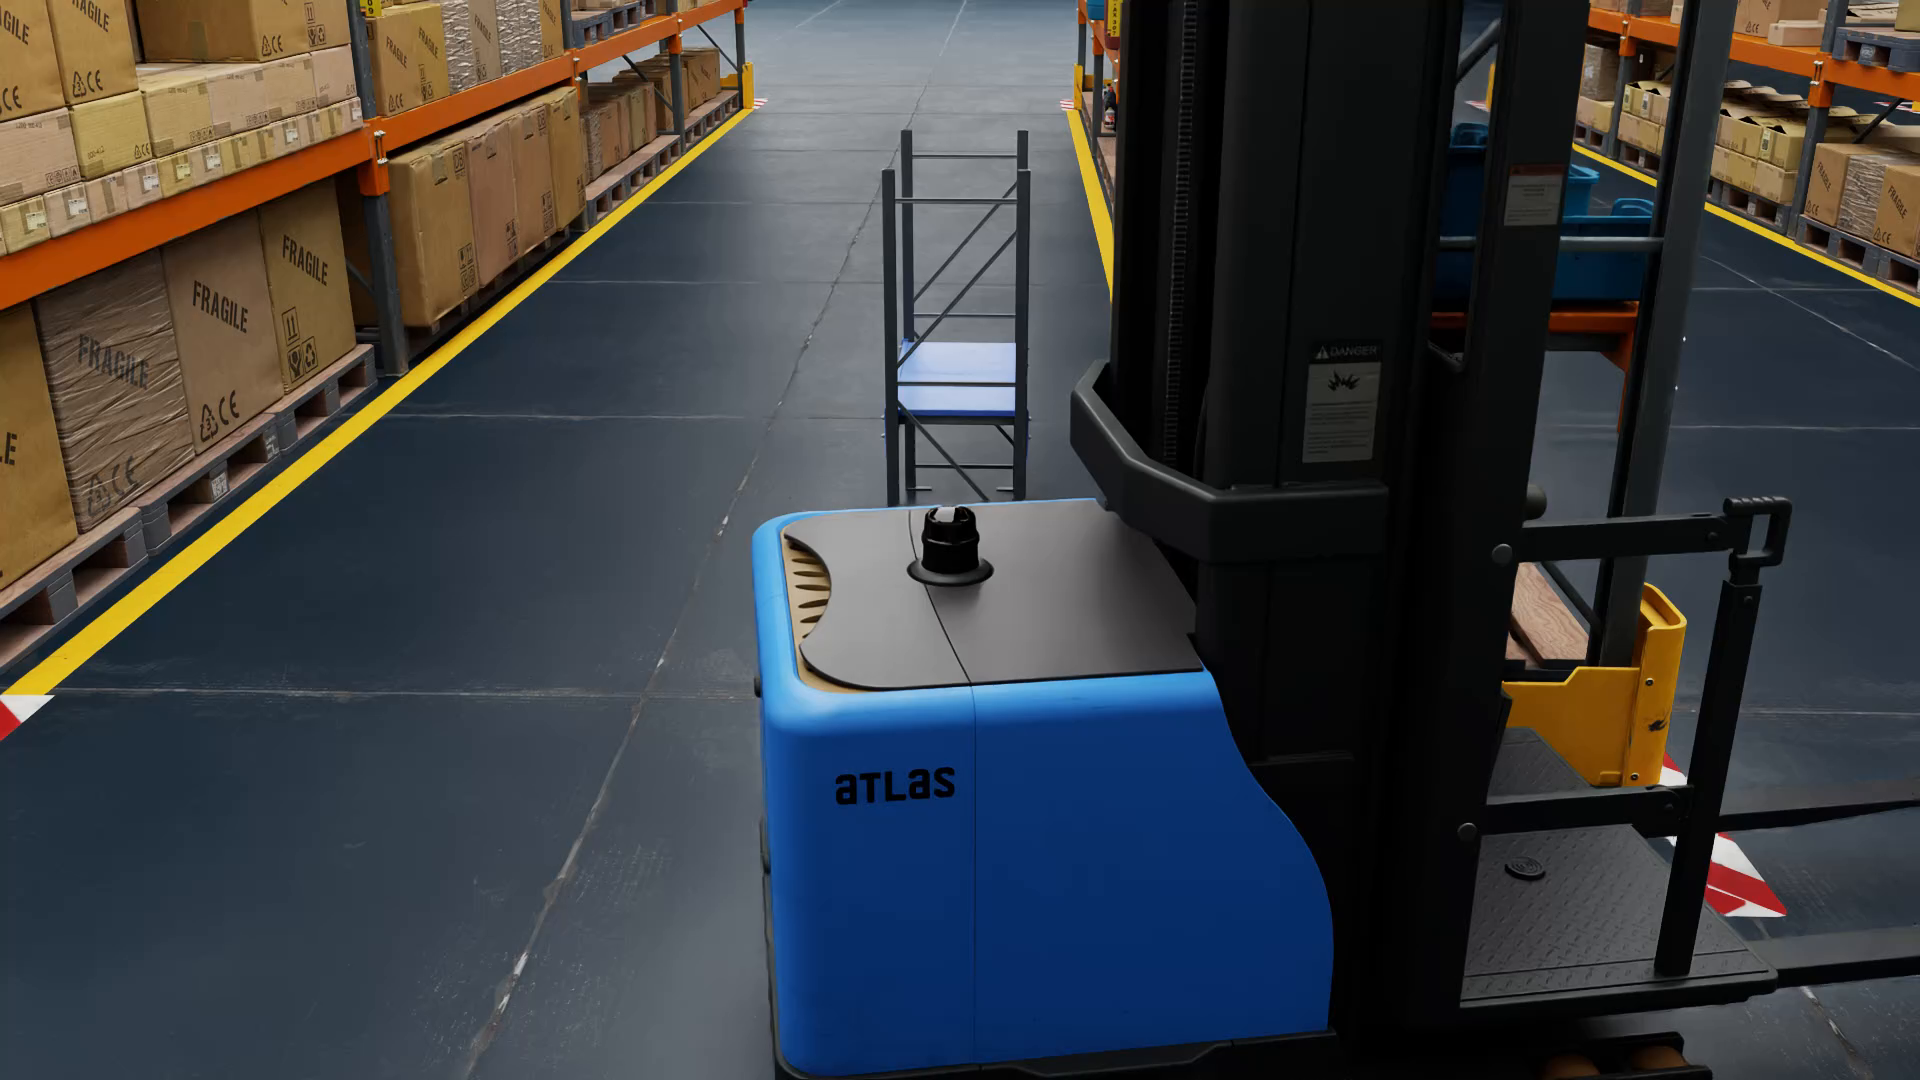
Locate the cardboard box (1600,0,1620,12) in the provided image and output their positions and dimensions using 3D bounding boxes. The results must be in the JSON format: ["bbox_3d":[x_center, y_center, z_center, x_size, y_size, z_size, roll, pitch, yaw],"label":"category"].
[{"bbox_3d":[6.740,-5.450,16.289,0.700,0.500,0.500,0,21,1],"label":"cardboard box"}]

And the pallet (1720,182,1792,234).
[{"bbox_3d":[6.666,-2.603,12.945,1.003,0.211,1.213,1,21,2],"label":"pallet"}]

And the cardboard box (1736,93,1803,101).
[{"bbox_3d":[6.971,-3.709,14.386,0.500,0.311,0.500,1,21,1],"label":"cardboard box"}]

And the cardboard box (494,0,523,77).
[{"bbox_3d":[-3.101,-3.213,10.525,0.500,0.500,0.500,0,21,0],"label":"cardboard box"}]

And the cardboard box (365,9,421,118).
[{"bbox_3d":[-3.158,-2.480,8.635,0.500,0.500,0.500,1,21,2],"label":"cardboard box"}]

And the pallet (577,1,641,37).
[{"bbox_3d":[-3.281,-4.342,13.839,1.003,0.211,1.213,1,21,2],"label":"pallet"}]

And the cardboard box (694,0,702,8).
[{"bbox_3d":[-2.824,-5.481,16.855,0.380,0.149,0.250,1,21,2],"label":"cardboard box"}]

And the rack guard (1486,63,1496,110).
[{"bbox_3d":[6.846,-5.341,19.604,1.175,0.500,0.348,1,21,2],"label":"rack guard"}]

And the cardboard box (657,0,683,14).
[{"bbox_3d":[-2.871,-5.119,15.923,0.380,0.149,0.250,1,21,2],"label":"cardboard box"}]

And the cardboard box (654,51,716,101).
[{"bbox_3d":[-3.076,-5.197,18.650,0.500,0.500,0.500,6,22,16],"label":"cardboard box"}]

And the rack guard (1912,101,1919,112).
[{"bbox_3d":[11.794,-5.252,19.373,1.175,0.500,0.348,1,21,2],"label":"rack guard"}]

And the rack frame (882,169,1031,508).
[{"bbox_3d":[-0.013,-0.546,5.863,0.500,1.500,0.032,1,21,2],"label":"rack frame"}]

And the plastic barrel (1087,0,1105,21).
[{"bbox_3d":[1.458,-5.205,15.103,0.600,0.901,0.708,1,21,2],"label":"plastic barrel"}]

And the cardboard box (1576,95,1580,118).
[{"bbox_3d":[6.545,-4.497,17.193,0.500,0.250,0.500,1,21,2],"label":"cardboard box"}]

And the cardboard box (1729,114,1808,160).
[{"bbox_3d":[6.381,-3.161,12.974,0.500,0.311,0.500,0,21,1],"label":"cardboard box"}]

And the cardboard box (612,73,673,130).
[{"bbox_3d":[-3.126,-4.337,16.434,0.500,0.500,0.500,0,21,0],"label":"cardboard box"}]

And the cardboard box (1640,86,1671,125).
[{"bbox_3d":[6.441,-3.899,14.877,0.500,0.311,0.500,0,21,1],"label":"cardboard box"}]

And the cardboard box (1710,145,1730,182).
[{"bbox_3d":[6.404,-3.080,13.542,0.500,0.250,0.500,1,21,3],"label":"cardboard box"}]

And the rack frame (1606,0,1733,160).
[{"bbox_3d":[6.723,-5.052,15.402,1.000,3.000,0.127,1,21,2],"label":"rack frame"}]

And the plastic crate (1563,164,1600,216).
[{"bbox_3d":[1.764,-1.042,5.217,0.416,0.233,0.300,1,21,2],"label":"plastic crate"}]

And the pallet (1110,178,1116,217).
[{"bbox_3d":[1.713,-2.641,13.043,1.003,0.211,1.213,1,21,2],"label":"pallet"}]

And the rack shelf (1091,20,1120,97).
[{"bbox_3d":[1.712,-4.049,13.812,1.077,0.370,4.000,1,21,2],"label":"rack shelf"}]

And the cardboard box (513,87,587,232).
[{"bbox_3d":[-3.342,-2.672,11.625,1.225,0.875,0.875,0,21,-1],"label":"cardboard box"}]

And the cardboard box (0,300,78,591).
[{"bbox_3d":[-3.604,-0.261,5.411,0.875,0.875,0.875,1,21,2],"label":"cardboard box"}]

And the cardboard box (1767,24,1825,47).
[{"bbox_3d":[6.353,-3.816,12.566,0.380,0.149,0.250,1,21,2],"label":"cardboard box"}]

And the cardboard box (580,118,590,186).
[{"bbox_3d":[-3.299,-2.998,12.956,0.700,0.500,0.500,0,21,-1],"label":"cardboard box"}]

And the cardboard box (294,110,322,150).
[{"bbox_3d":[-3.119,-1.853,7.504,0.380,0.149,0.250,0,21,1],"label":"cardboard box"}]

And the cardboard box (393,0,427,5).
[{"bbox_3d":[-3.378,-3.263,9.266,0.797,0.503,0.637,1,21,2],"label":"cardboard box"}]

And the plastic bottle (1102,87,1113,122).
[{"bbox_3d":[1.510,-4.383,16.732,0.144,0.351,0.185,0,21,-1],"label":"plastic bottle"}]

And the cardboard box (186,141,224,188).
[{"bbox_3d":[-3.151,-1.482,6.549,0.380,0.149,0.250,1,21,3],"label":"cardboard box"}]

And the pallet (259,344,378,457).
[{"bbox_3d":[-3.523,-0.695,8.029,1.003,0.211,1.213,1,21,2],"label":"pallet"}]

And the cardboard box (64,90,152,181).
[{"bbox_3d":[-3.231,-1.432,5.869,0.500,0.250,0.500,0,21,0],"label":"cardboard box"}]

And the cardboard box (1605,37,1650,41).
[{"bbox_3d":[7.094,-5.022,17.508,0.500,0.500,0.500,1,21,2],"label":"cardboard box"}]

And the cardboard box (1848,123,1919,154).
[{"bbox_3d":[6.911,-2.967,12.474,0.500,0.311,0.500,1,21,3],"label":"cardboard box"}]

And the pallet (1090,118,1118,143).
[{"bbox_3d":[1.835,-4.050,16.675,1.003,0.211,1.213,1,21,2],"label":"pallet"}]

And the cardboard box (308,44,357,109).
[{"bbox_3d":[-3.173,-2.176,7.786,0.500,0.250,0.500,0,21,1],"label":"cardboard box"}]

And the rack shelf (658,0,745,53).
[{"bbox_3d":[-3.117,-5.550,17.680,1.077,0.370,4.000,1,21,2],"label":"rack shelf"}]

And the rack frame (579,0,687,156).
[{"bbox_3d":[-3.178,-5.162,15.686,1.000,3.000,0.127,1,21,2],"label":"rack frame"}]

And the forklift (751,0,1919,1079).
[{"bbox_3d":[1.085,-0.333,3.336,3.031,2.935,1.130,-3,21,-8],"label":"forklift"}]

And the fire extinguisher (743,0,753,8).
[{"bbox_3d":[-2.592,-6.609,19.521,0.296,0.674,0.183,1,21,2],"label":"fire extinguisher"}]

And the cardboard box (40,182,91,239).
[{"bbox_3d":[-3.182,-1.110,5.591,0.380,0.149,0.250,0,21,1],"label":"cardboard box"}]

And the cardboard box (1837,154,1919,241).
[{"bbox_3d":[6.292,-2.294,11.143,0.500,0.500,0.500,0,21,0],"label":"cardboard box"}]

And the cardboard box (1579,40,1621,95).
[{"bbox_3d":[6.557,-4.847,17.057,0.500,0.500,0.500,1,21,2],"label":"cardboard box"}]

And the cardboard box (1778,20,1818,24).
[{"bbox_3d":[6.584,-3.950,12.910,0.380,0.149,0.250,2,21,6],"label":"cardboard box"}]

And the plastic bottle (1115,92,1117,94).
[{"bbox_3d":[1.635,-4.526,17.194,0.061,0.283,0.133,1,21,2],"label":"plastic bottle"}]

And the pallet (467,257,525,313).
[{"bbox_3d":[-3.439,-1.692,10.597,1.003,0.211,1.213,1,21,2],"label":"pallet"}]

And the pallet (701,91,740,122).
[{"bbox_3d":[-3.119,-4.987,19.091,1.003,0.211,1.213,1,21,2],"label":"pallet"}]

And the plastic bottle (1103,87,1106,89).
[{"bbox_3d":[1.508,-4.601,17.405,0.097,0.271,0.097,0,21,0],"label":"plastic bottle"}]

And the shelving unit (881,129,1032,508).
[{"bbox_3d":[0.003,-0.730,6.337,0.538,1.500,1.048,1,21,2],"label":"shelving unit"}]

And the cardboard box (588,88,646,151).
[{"bbox_3d":[-3.252,-3.808,15.043,0.700,0.500,0.500,1,21,1],"label":"cardboard box"}]

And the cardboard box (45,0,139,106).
[{"bbox_3d":[-3.234,-1.780,5.730,0.500,0.500,0.500,0,21,0],"label":"cardboard box"}]

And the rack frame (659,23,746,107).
[{"bbox_3d":[-3.057,-6.608,19.413,1.000,3.000,0.127,1,21,2],"label":"rack frame"}]
